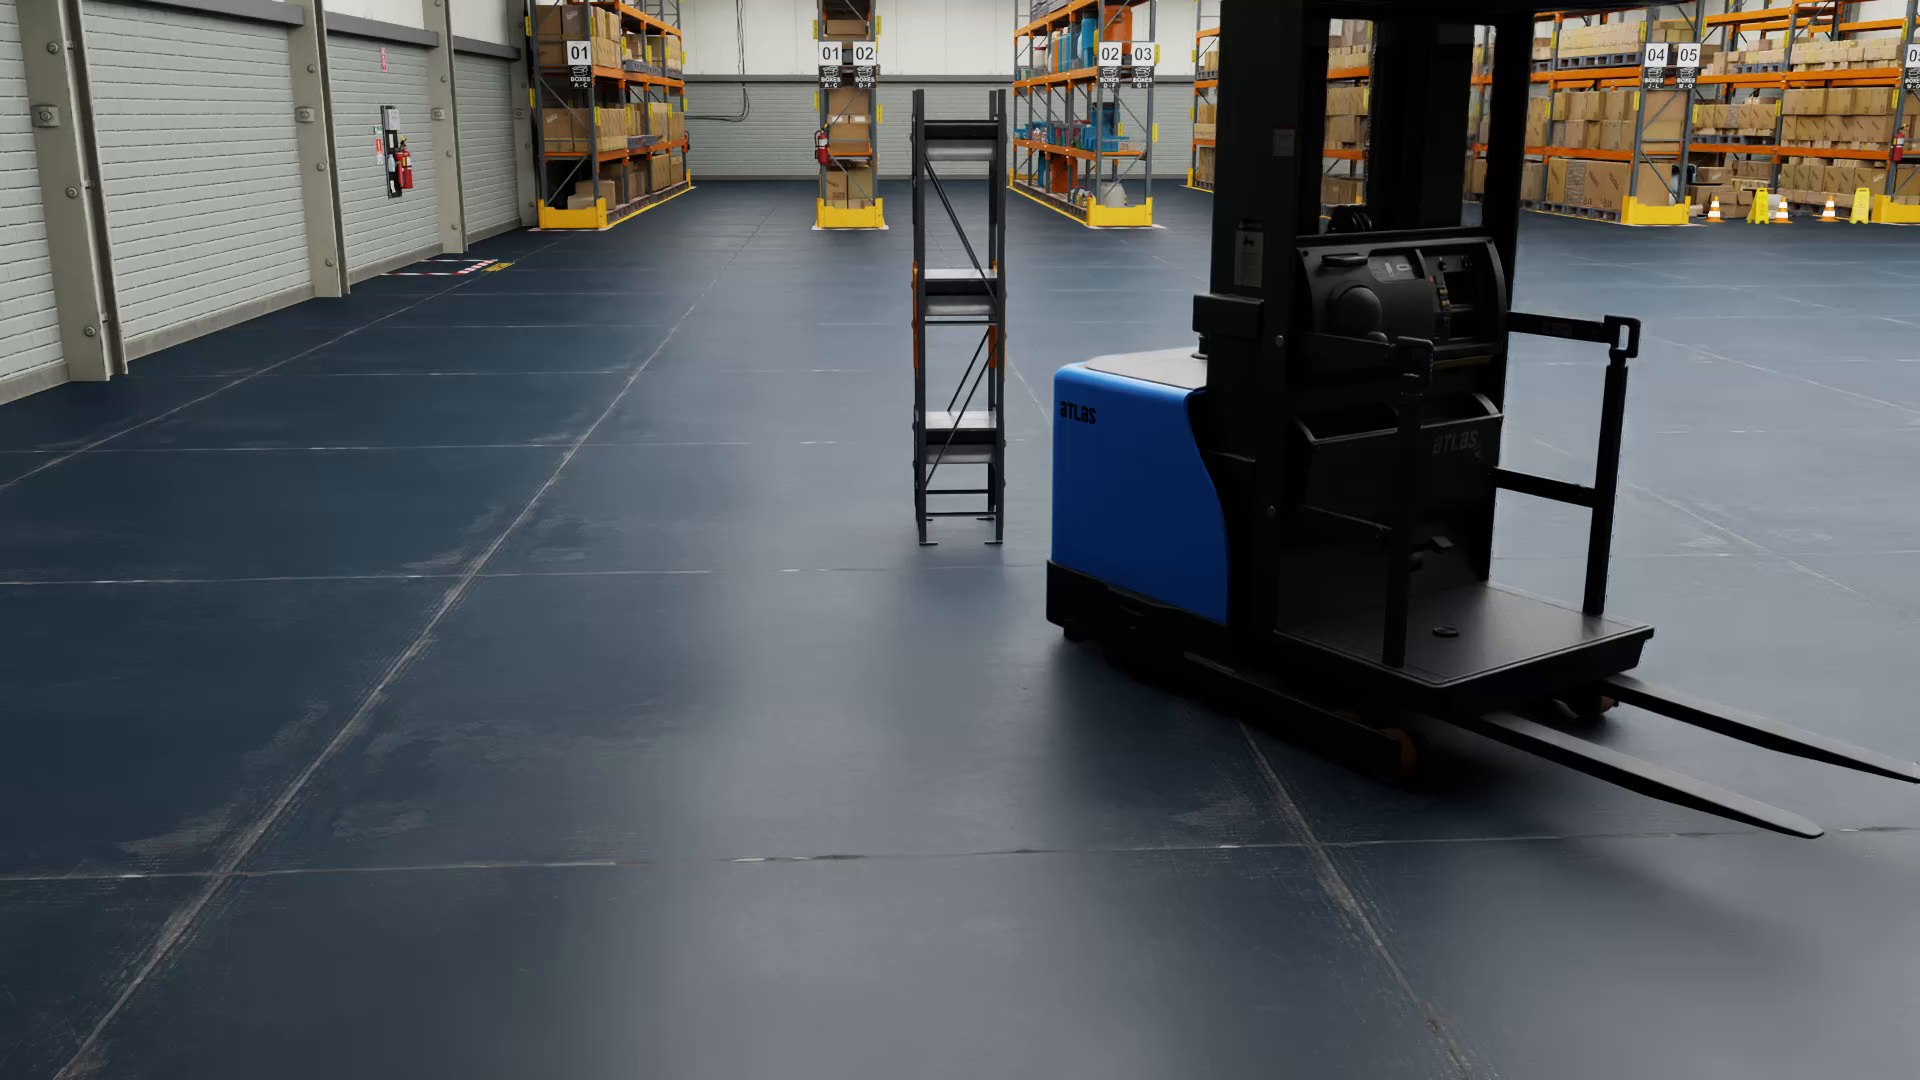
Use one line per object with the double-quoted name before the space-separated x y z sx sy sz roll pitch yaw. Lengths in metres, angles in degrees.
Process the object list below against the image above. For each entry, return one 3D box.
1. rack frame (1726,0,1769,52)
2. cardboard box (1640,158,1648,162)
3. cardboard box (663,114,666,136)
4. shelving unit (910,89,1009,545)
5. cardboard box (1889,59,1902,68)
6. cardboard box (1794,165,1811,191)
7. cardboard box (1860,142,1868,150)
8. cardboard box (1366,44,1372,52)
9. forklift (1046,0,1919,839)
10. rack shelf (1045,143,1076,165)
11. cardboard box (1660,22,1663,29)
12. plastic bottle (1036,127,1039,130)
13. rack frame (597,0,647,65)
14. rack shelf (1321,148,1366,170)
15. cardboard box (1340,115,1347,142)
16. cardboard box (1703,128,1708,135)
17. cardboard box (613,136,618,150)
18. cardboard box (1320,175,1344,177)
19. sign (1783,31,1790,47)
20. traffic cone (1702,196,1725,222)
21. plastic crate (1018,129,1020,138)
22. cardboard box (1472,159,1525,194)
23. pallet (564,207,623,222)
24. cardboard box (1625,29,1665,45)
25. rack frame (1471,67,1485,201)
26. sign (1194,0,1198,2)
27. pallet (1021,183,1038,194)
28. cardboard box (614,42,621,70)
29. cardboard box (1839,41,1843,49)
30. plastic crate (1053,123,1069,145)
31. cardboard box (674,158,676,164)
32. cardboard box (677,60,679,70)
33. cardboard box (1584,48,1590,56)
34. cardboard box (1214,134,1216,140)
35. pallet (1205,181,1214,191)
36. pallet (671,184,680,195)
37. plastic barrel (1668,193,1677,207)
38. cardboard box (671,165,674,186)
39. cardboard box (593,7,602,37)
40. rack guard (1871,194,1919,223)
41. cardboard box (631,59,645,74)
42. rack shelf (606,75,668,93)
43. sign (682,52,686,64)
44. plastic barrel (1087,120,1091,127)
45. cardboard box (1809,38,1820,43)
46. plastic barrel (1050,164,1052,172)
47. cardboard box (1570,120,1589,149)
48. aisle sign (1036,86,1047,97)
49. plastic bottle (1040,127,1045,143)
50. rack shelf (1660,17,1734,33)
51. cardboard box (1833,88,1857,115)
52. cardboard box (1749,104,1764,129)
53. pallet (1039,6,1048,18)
"rack frame" 21.754 -14.382 45.866 1.000 3.000 0.127 -1 14 -3
"cardboard box" 17.230 -9.202 41.190 0.875 0.875 0.875 0 14 -2
"cardboard box" -7.353 -9.987 39.983 0.500 0.500 0.500 -1 14 -3
"shelving unit" -0.010 -1.058 7.925 0.431 2.100 0.503 -1 14 -3
"cardboard box" 17.490 -8.836 30.832 0.380 0.149 0.250 -1 14 -3
"cardboard box" 17.356 -7.366 33.806 0.500 0.500 0.500 0 14 -1
"cardboard box" 17.434 -7.514 31.713 0.380 0.149 0.250 -1 14 -4
"cardboard box" 7.572 -8.905 30.096 0.380 0.149 0.250 -1 14 -3
"forklift" 1.583 -0.810 5.292 1.130 2.935 3.031 -10 17 -33
"rack shelf" 2.585 -8.335 35.843 1.077 0.370 4.000 -1 14 -3
"cardboard box" 13.123 -9.502 30.776 0.380 0.149 0.250 -1 14 -4
"plastic bottle" 1.914 -10.049 41.161 0.144 0.351 0.185 -1 14 -3
"rack frame" -7.427 -11.933 36.345 1.000 3.000 0.127 -1 14 -3
"rack shelf" 7.777 -7.416 32.274 1.077 0.370 4.000 -1 14 -3
"cardboard box" 7.755 -7.844 31.697 0.875 0.500 0.500 -1 14 -3
"cardboard box" 17.085 -9.268 37.690 0.380 0.149 0.250 -2 15 -7
"cardboard box" -6.745 -7.483 31.349 0.500 0.250 0.500 -1 14 -3
"cardboard box" 7.636 -7.418 34.969 0.700 0.500 0.500 -2 15 -8
"sign" 16.990 -10.299 34.188 0.100 0.325 0.005 -1 14 -3
"traffic cone" 14.242 -6.244 31.366 0.336 0.463 0.334 -1 14 -3
"plastic crate" 1.734 -10.724 43.902 0.416 0.233 0.300 -1 14 -3
"cardboard box" 12.309 -8.269 37.818 1.050 0.750 0.750 -1 14 -4
"pallet" -7.023 -6.212 31.745 1.003 0.211 1.213 -1 14 -3
"cardboard box" 12.548 -9.212 30.451 0.500 0.250 0.500 -1 14 -3
"rack frame" 12.362 -9.308 38.184 1.000 3.000 0.127 -1 14 -3
"sign" 6.355 -14.674 44.806 0.100 0.325 0.005 -1 14 -3
"pallet" 2.129 -9.007 42.609 1.003 0.211 1.213 -1 14 -3
"cardboard box" -6.901 -9.421 32.362 0.500 0.500 0.500 0 14 -2
"cardboard box" 17.416 -9.663 32.449 0.380 0.149 0.250 -1 14 -2
"plastic crate" 2.256 -8.805 36.099 0.402 0.464 0.583 -1 14 -3
"cardboard box" -7.490 -9.735 42.713 0.380 0.149 0.250 -1 14 -5
"cardboard box" -7.579 -12.341 43.211 0.500 0.250 0.500 -1 14 -6
"cardboard box" 12.373 -9.484 32.307 0.380 0.149 0.250 -1 14 -3
"cardboard box" 6.763 -10.393 42.903 0.380 0.149 0.250 -1 14 -2
"pallet" 7.109 -9.396 44.120 1.003 0.211 1.213 -1 14 -3
"pallet" -7.643 -8.862 42.046 1.003 0.211 1.213 -1 14 -3
"plastic barrel" 14.211 -6.807 33.634 0.512 0.421 0.421 10 18 35
"cardboard box" -7.618 -9.203 41.947 0.700 0.500 0.500 -1 14 -3
"cardboard box" -6.693 -9.258 29.721 0.500 0.500 0.500 -1 14 -4
"rack guard" 17.787 -6.229 31.231 1.175 0.500 0.348 -1 14 -3
"cardboard box" -7.113 -10.272 36.048 0.500 0.311 0.500 -1 14 -3
"rack shelf" -7.551 -10.629 38.742 1.077 0.370 4.000 -1 14 -3
"sign" -7.380 -12.865 44.370 0.100 0.325 0.005 -1 14 -3
"plastic barrel" 2.869 -8.493 34.742 0.433 0.535 0.433 0 14 0
"cardboard box" 17.866 -10.516 35.313 0.500 0.250 0.500 -1 14 -5
"plastic barrel" 2.344 -8.618 39.499 0.600 0.588 0.708 -1 14 -3
"cardboard box" 12.617 -8.022 32.884 0.875 0.550 0.550 -1 14 -3
"aisle sign" 2.254 -12.451 45.183 0.394 0.787 0.004 -1 14 -3
"plastic bottle" 1.971 -9.575 39.320 0.144 0.351 0.185 -1 14 -3
"rack shelf" 17.172 -12.271 39.904 1.077 0.370 4.000 -1 14 -3
"cardboard box" 17.384 -8.472 32.129 0.700 0.500 0.500 -1 14 -4
"cardboard box" 17.254 -9.046 35.523 0.500 0.500 0.500 -1 14 -3
"pallet" 2.447 -11.980 37.712 1.213 0.211 1.003 -1 14 -3
